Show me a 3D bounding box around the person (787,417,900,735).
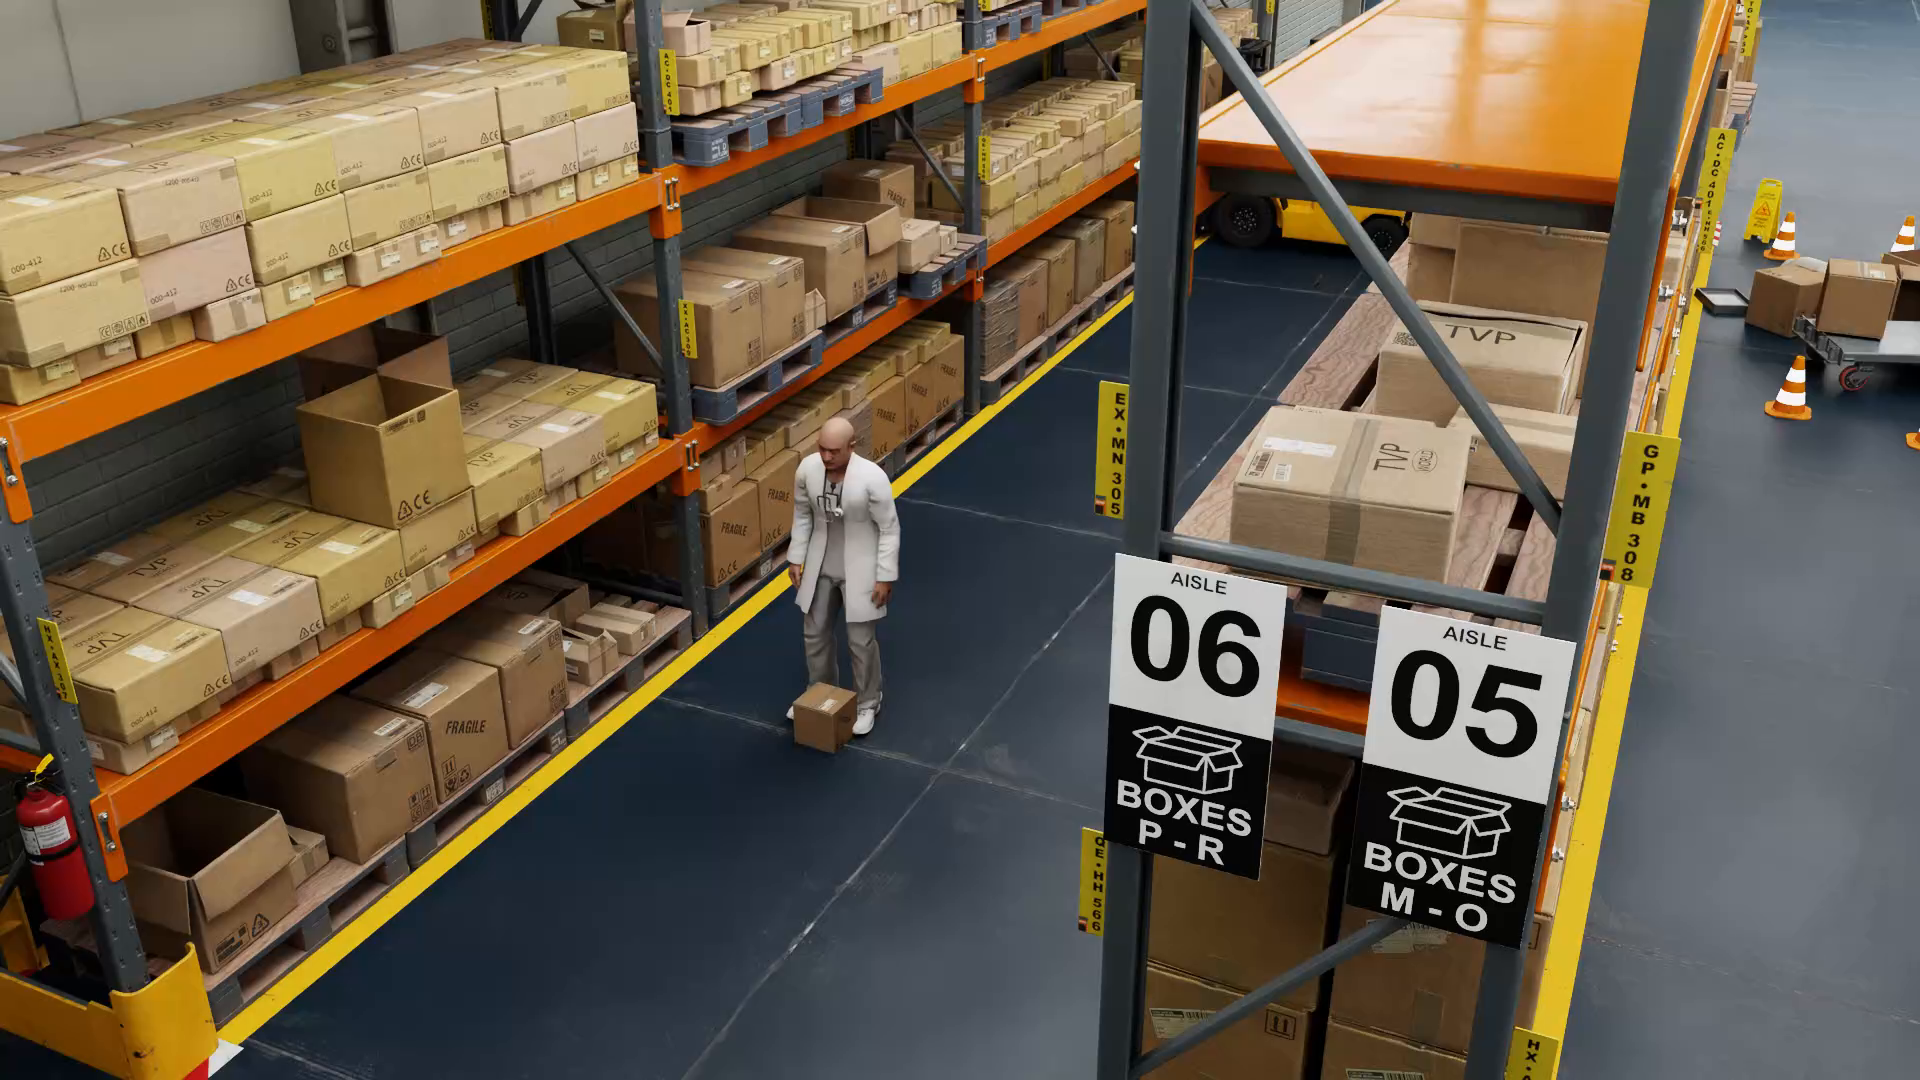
[{"bbox_3d":[-0.620,0.166,8.786,0.646,1.774,0.418,11,28,22],"label":"person"}]
